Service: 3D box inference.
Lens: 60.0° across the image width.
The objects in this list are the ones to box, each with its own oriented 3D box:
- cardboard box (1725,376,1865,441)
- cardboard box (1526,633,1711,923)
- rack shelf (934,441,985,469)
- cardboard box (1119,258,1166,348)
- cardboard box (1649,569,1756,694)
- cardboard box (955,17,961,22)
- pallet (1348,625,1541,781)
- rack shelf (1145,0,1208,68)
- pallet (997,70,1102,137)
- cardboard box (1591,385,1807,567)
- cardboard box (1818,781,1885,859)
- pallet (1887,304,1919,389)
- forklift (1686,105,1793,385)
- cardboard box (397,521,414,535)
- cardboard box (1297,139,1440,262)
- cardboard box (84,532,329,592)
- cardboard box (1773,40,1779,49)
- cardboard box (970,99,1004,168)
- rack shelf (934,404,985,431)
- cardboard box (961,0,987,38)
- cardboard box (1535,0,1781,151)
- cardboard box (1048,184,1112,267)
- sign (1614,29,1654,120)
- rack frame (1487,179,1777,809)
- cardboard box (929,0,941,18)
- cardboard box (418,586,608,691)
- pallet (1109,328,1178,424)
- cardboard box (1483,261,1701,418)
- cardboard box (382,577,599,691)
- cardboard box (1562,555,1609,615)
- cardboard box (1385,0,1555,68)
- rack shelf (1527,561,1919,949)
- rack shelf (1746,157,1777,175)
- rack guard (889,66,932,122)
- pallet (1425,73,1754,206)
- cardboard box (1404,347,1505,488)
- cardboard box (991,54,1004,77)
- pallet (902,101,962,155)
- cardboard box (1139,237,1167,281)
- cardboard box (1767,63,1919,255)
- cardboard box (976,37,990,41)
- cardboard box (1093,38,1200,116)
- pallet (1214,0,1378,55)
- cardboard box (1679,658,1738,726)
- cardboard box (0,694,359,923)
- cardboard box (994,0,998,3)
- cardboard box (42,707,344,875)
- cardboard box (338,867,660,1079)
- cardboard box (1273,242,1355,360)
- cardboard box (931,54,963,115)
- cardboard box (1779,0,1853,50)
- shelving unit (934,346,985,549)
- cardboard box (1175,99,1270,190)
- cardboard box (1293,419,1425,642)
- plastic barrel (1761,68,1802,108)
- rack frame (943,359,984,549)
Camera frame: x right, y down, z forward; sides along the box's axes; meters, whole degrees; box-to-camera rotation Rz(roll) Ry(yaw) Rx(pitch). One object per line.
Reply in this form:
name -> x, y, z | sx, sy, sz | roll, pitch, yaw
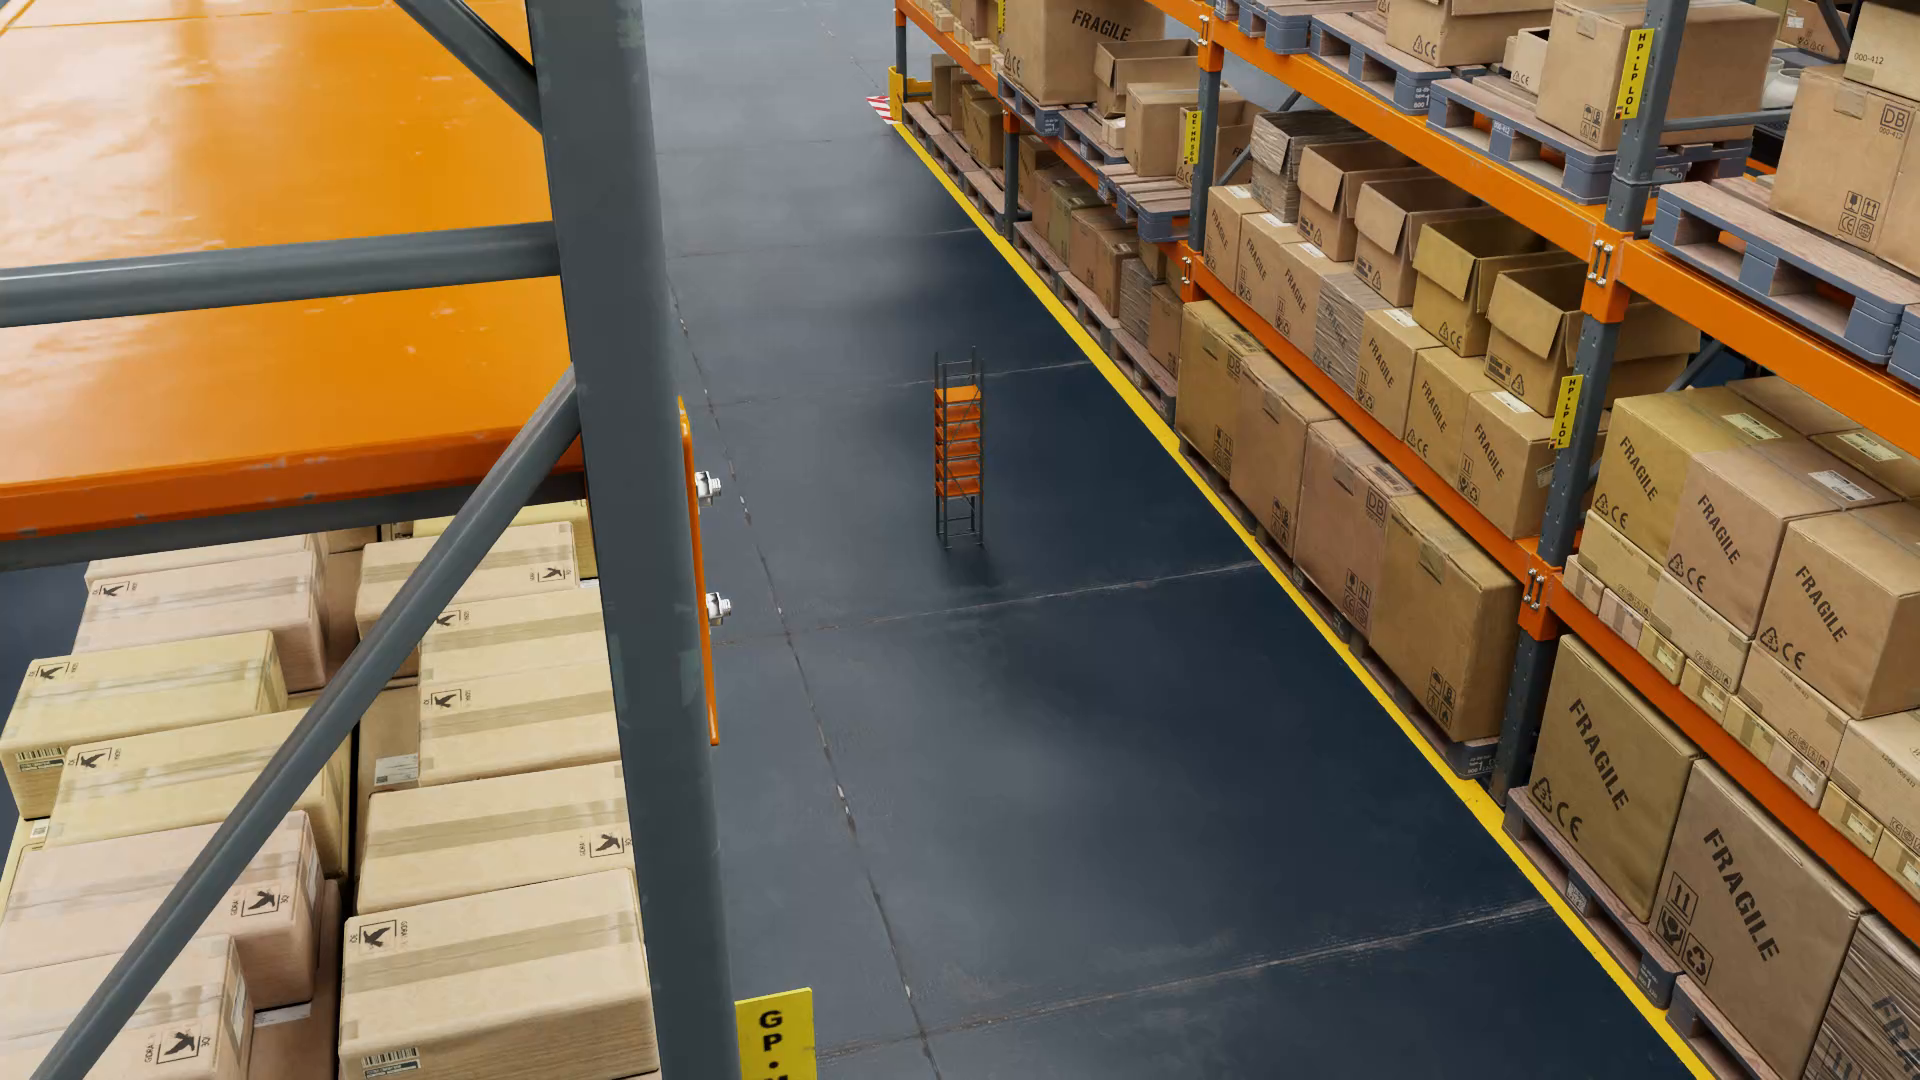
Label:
cardboard box -> 3.385, -0.334, 6.668 | 0.500, 0.500, 0.500 | -7, 31, -12
cardboard box -> 3.103, 0.935, 7.073 | 0.875, 0.875, 0.875 | -8, 31, -13
rack shelf -> -0.004, -0.488, 9.715 | 0.258, 0.103, 0.180 | -8, 31, -13
cardboard box -> 1.587, -1.760, 12.084 | 0.700, 0.500, 0.500 | -10, 32, -17
cardboard box -> 3.005, 0.306, 6.310 | 0.500, 0.250, 0.500 | -8, 31, -14
cardboard box -> 0.165, -4.810, 15.547 | 0.380, 0.149, 0.250 | -8, 31, -13
pallet -> 2.728, 0.712, 8.540 | 1.003, 0.211, 1.213 | -8, 31, -13
rack shelf -> 1.413, -4.017, 11.651 | 1.077, 0.370, 4.000 | -8, 31, -13
pallet -> 0.944, -3.525, 13.268 | 1.003, 0.211, 1.213 | -8, 31, -13
cardboard box -> 2.886, -0.255, 6.532 | 0.500, 0.500, 0.500 | -8, 31, -13
cardboard box -> 3.178, 0.916, 5.655 | 0.380, 0.149, 0.250 | -9, 31, -15
pallet -> 3.532, -0.408, 4.785 | 1.003, 0.211, 1.213 | -8, 31, -13
forklift -> 4.749, -1.288, 9.280 | 1.130, 2.935, 3.031 | -8, 31, -14
cardboard box -> -0.992, -0.153, 3.509 | 0.380, 0.149, 0.250 | -7, 31, -12
cardboard box -> 2.292, -1.871, 9.119 | 0.797, 0.503, 0.637 | -7, 31, -12
cardboard box -> -1.423, 0.044, 3.169 | 0.380, 0.149, 0.250 | -7, 31, -12
cardboard box -> 9.436, -5.706, 19.170 | 0.500, 0.250, 0.500 | -8, 31, -13
cardboard box -> 0.414, -3.860, 15.731 | 0.500, 0.500, 0.500 | -11, 32, -18
rack shelf -> -0.004, -0.696, 9.595 | 0.258, 0.103, 0.180 | -8, 31, -13
cardboard box -> 0.493, -4.868, 15.000 | 0.875, 0.500, 0.500 | -8, 31, -13
cardboard box -> 2.842, -1.934, 6.815 | 0.700, 0.500, 0.500 | -7, 31, -12
cardboard box -> 1.132, -2.572, 13.487 | 0.700, 0.500, 0.500 | -8, 31, -14
sign -> 2.485, -1.714, 6.123 | 0.100, 0.325, 0.005 | -8, 31, -13
rack frame -> 3.005, -0.132, 7.215 | 1.000, 3.000, 0.127 | -8, 31, -13
cardboard box -> -0.088, -5.164, 16.160 | 0.380, 0.149, 0.250 | -8, 31, -13
cardboard box -> -0.724, 0.218, 2.869 | 0.380, 0.149, 0.250 | -7, 31, -13
pallet -> 1.737, -1.235, 11.904 | 1.003, 0.211, 1.213 | -8, 31, -13
cardboard box -> 2.828, -0.917, 7.470 | 0.797, 0.503, 0.637 | -9, 31, -15
cardboard box -> -0.870, 0.216, 3.269 | 0.500, 0.250, 0.500 | -7, 31, -13
cardboard box -> 2.763, 0.163, 6.955 | 0.380, 0.149, 0.250 | -8, 31, -13
cardboard box -> 2.506, -2.605, 7.971 | 0.797, 0.503, 0.637 | -8, 31, -14
rack shelf -> 3.536, 1.145, 5.727 | 1.077, 0.370, 4.000 | -8, 31, -13
rack shelf -> 6.188, -3.377, 13.540 | 1.077, 0.370, 4.000 | -8, 31, -13
rack guard -> -0.160, -4.810, 17.791 | 1.175, 0.500, 0.348 | -8, 31, -13
pallet -> 2.714, -1.784, 7.266 | 0.805, 0.209, 1.217 | -9, 31, -15
cardboard box -> 2.493, -0.605, 7.932 | 0.500, 0.500, 0.500 | -7, 31, -12
cardboard box -> 0.484, -4.074, 14.276 | 0.380, 0.149, 0.250 | -8, 31, -13
pallet -> 0.022, -4.287, 17.178 | 1.003, 0.211, 1.213 | -8, 31, -13
cardboard box -> 1.586, -2.072, 11.874 | 0.500, 0.250, 0.500 | -4, 30, -8
cardboard box -> 3.271, -1.329, 5.669 | 0.700, 0.500, 0.500 | -10, 31, -16
cardboard box -> 0.363, -4.447, 14.921 | 0.380, 0.149, 0.250 | -8, 31, -13
cardboard box -> 1.431, -3.398, 12.335 | 0.797, 0.503, 0.637 | -5, 30, -8
pallet -> 2.166, -2.977, 9.324 | 1.213, 0.211, 1.003 | -6, 31, -11
cardboard box -> 2.975, 0.544, 6.297 | 0.380, 0.149, 0.250 | -9, 31, -15
cardboard box -> -1.247, 0.525, 2.736 | 0.500, 0.250, 0.500 | -9, 31, -15
cardboard box -> 0.497, -4.782, 13.853 | 0.500, 0.500, 0.500 | -8, 31, -13
cardboard box -> -1.153, 0.411, 2.536 | 0.380, 0.149, 0.250 | -9, 31, -15
cardboard box -> -0.608, 0.601, 2.206 | 0.380, 0.149, 0.250 | -8, 31, -14
cardboard box -> 2.089, -1.341, 9.204 | 0.500, 0.500, 0.500 | -8, 31, -14
cardboard box -> -0.030, -4.724, 17.225 | 0.500, 0.500, 0.500 | -2, 30, -4
cardboard box -> 9.580, -5.790, 18.567 | 0.500, 0.500, 0.500 | -8, 31, -13
shelving unit -> -0.004, -0.526, 9.693 | 0.258, 1.200, 0.189 | -8, 31, -13
cardboard box -> 1.762, -2.545, 10.864 | 0.500, 0.500, 0.500 | -12, 32, -19
cardboard box -> 2.578, -0.132, 8.917 | 1.225, 0.875, 0.875 | -9, 31, -15
plastic barrel -> 6.240, -3.240, 12.472 | 0.421, 0.512, 0.421 | 0, 30, 0
rack frame -> 0.020, -0.482, 9.616 | 0.240, 1.200, 0.006 | -8, 31, -13
